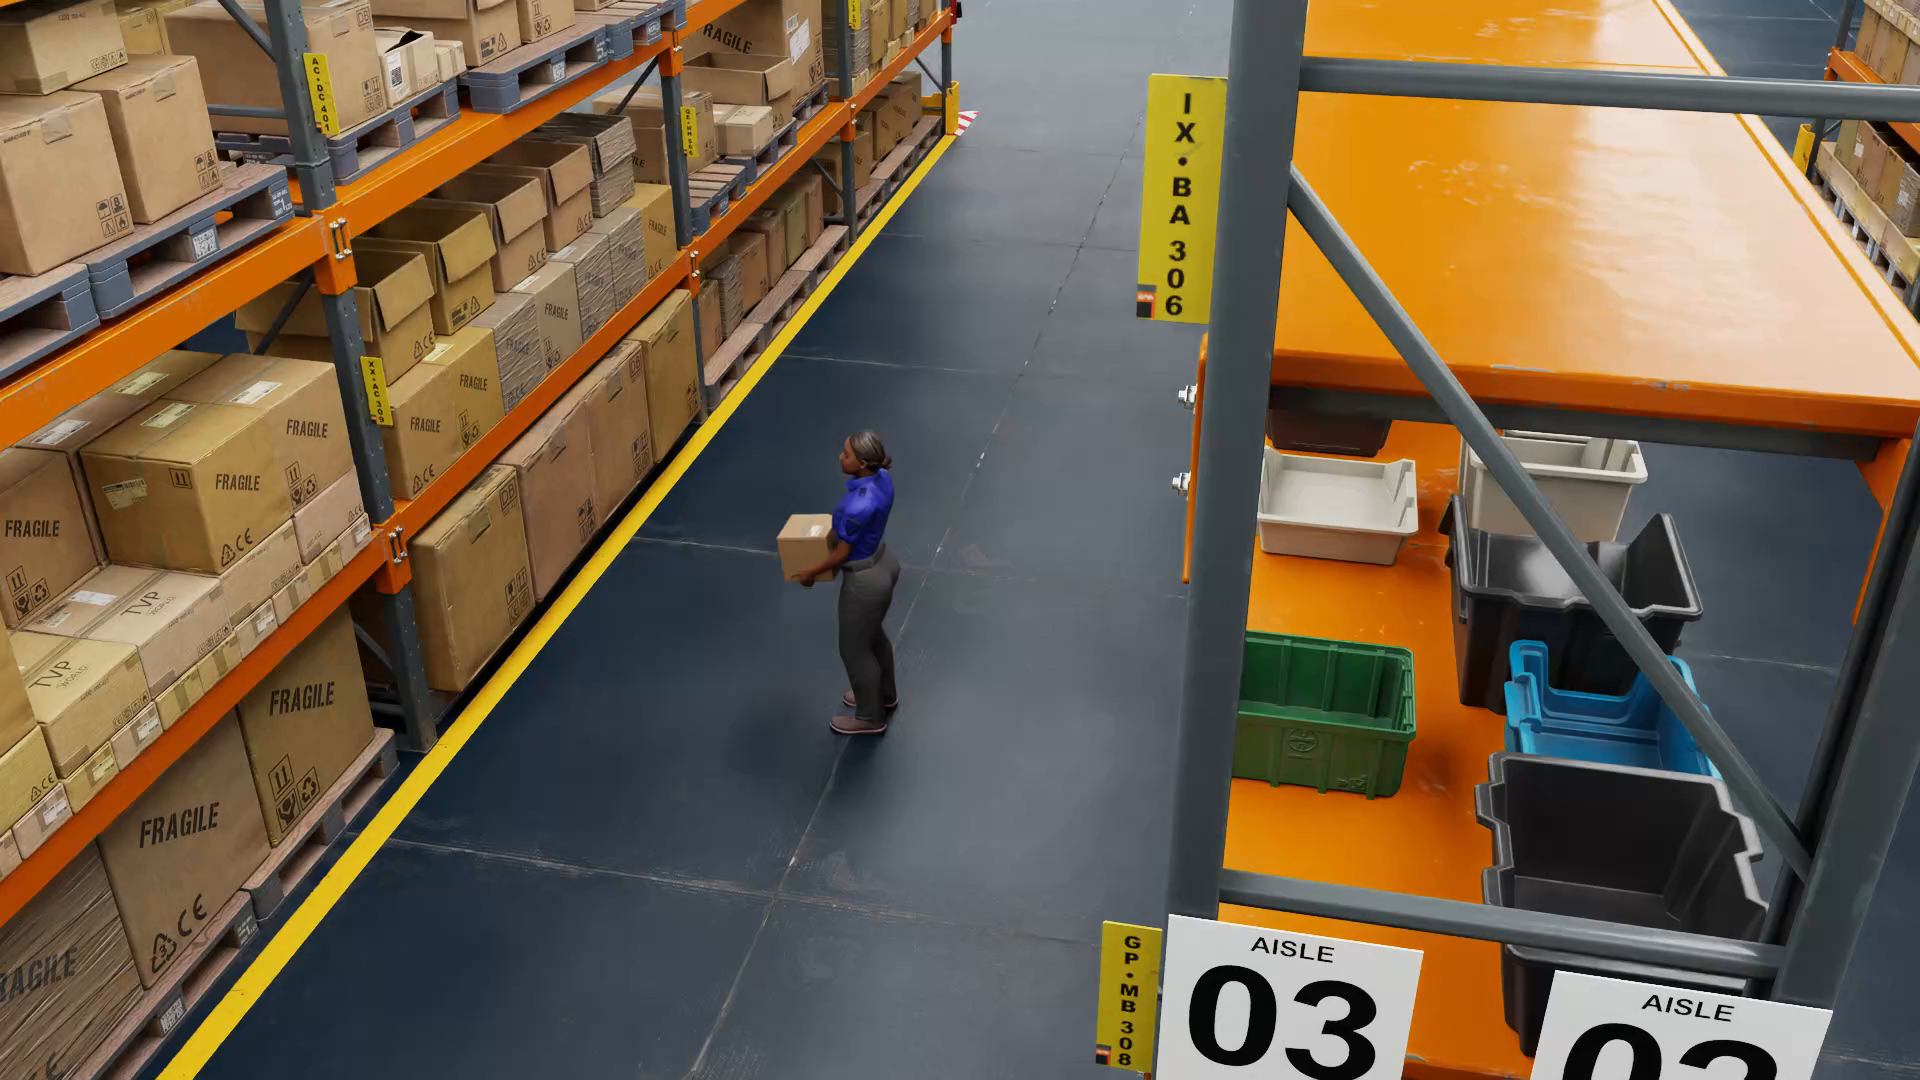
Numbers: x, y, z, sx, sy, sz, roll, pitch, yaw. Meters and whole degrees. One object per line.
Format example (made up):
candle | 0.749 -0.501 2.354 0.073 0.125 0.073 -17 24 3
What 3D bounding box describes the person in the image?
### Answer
person | -0.564 0.193 8.277 0.503 1.656 0.441 6 29 10
